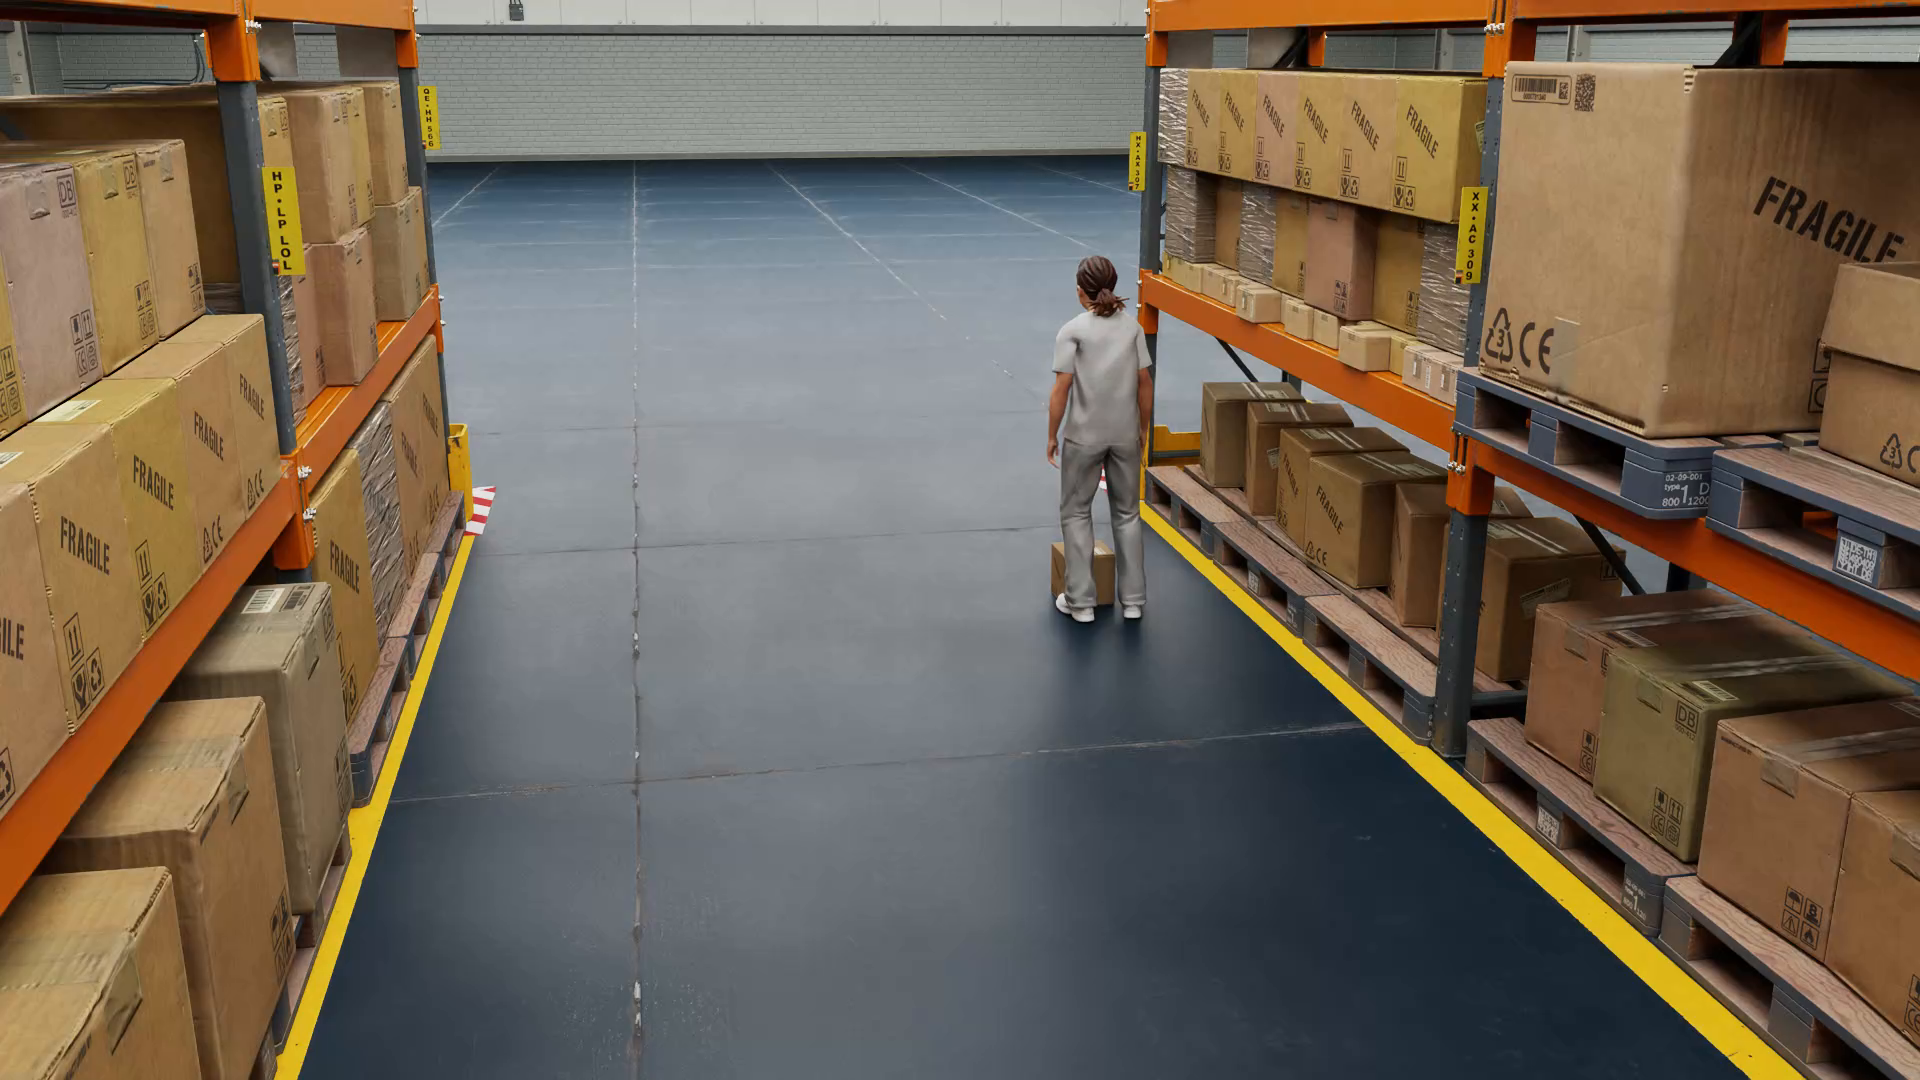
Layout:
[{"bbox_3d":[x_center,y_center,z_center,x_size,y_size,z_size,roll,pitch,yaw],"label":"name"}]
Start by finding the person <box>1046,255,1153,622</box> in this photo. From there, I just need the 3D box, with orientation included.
[{"bbox_3d":[0.642,-0.455,7.580,0.514,1.673,0.358,-4,17,-13],"label":"person"}]
